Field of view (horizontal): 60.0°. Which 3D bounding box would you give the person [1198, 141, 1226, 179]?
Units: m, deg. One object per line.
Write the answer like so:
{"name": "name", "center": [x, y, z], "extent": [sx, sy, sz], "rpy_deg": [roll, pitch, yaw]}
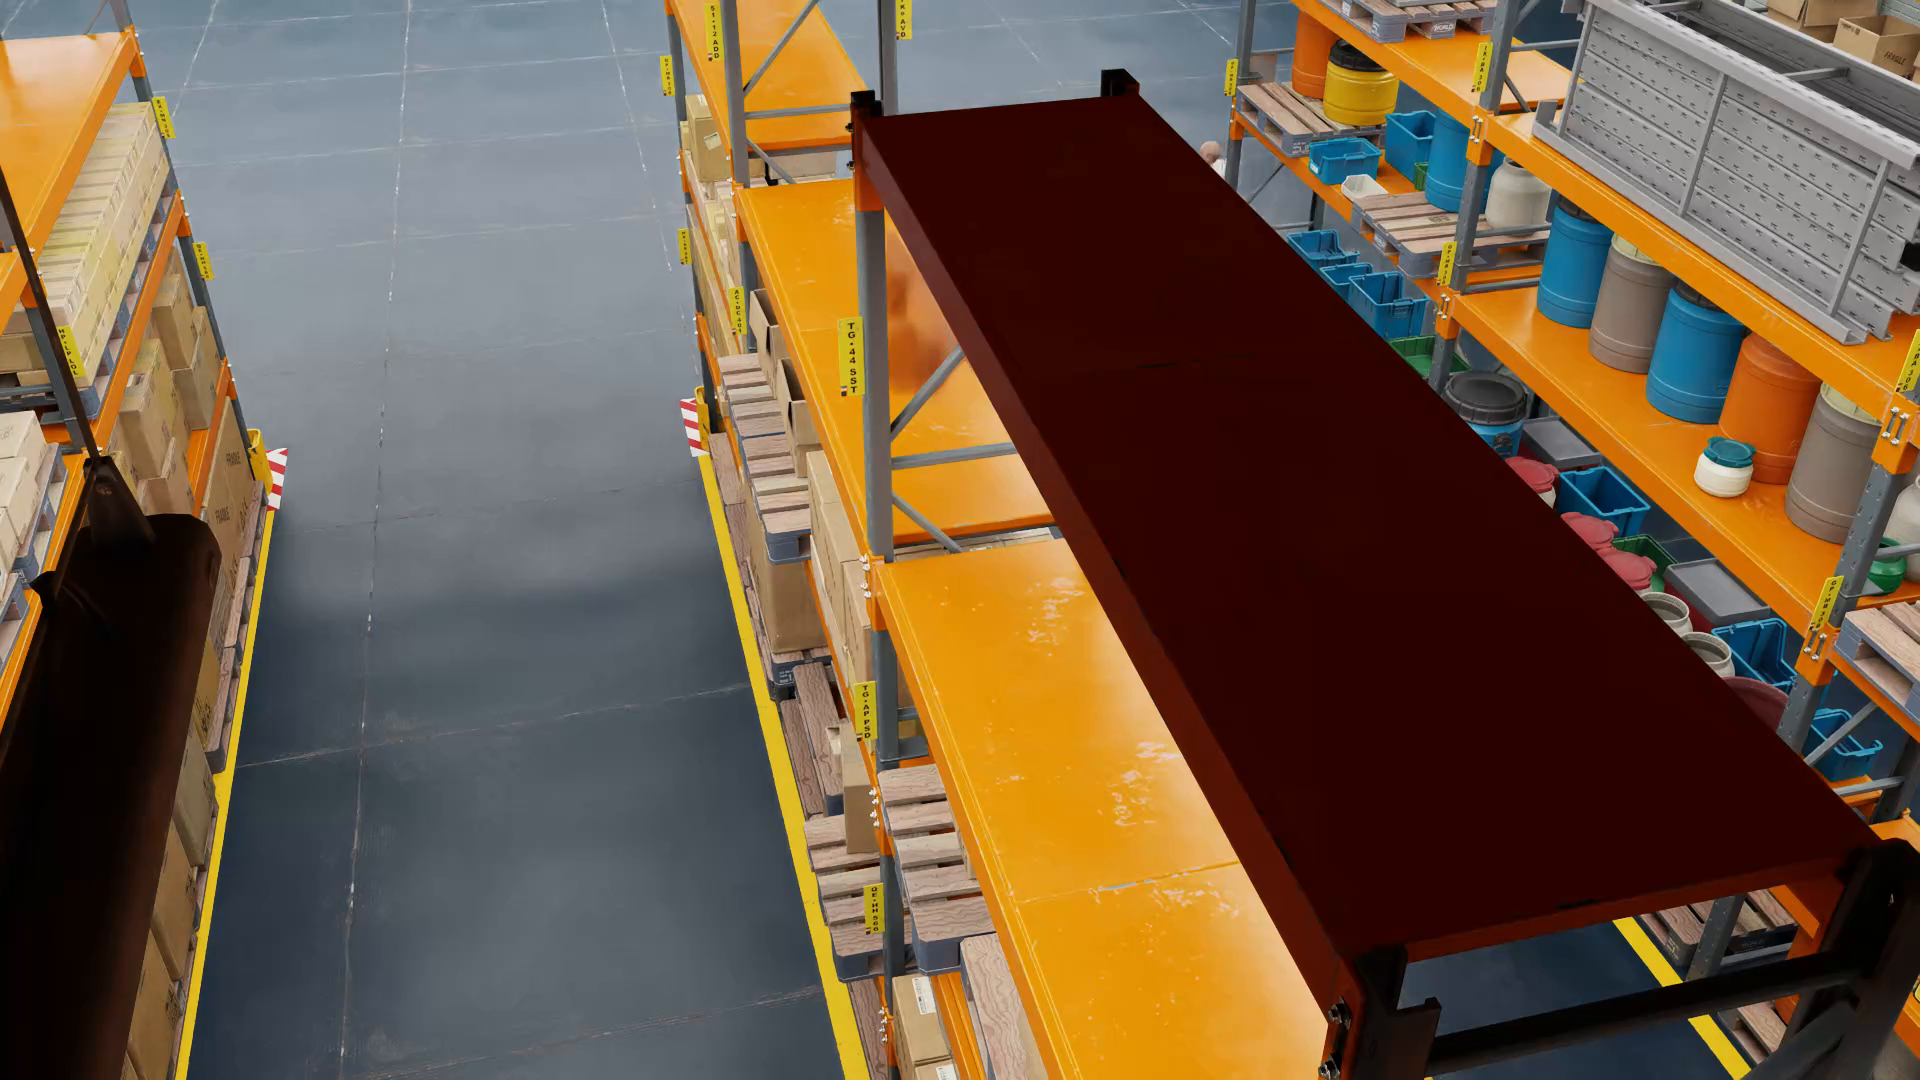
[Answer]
{"name": "person", "center": [2.574, -3.348, 17.411], "extent": [0.953, 1.750, 0.760], "rpy_deg": [14, 37, 20]}

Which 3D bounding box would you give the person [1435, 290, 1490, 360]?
{"name": "person", "center": [4.671, -2.164, 15.768], "extent": [0.626, 1.809, 0.785], "rpy_deg": [-15, 37, -21]}
